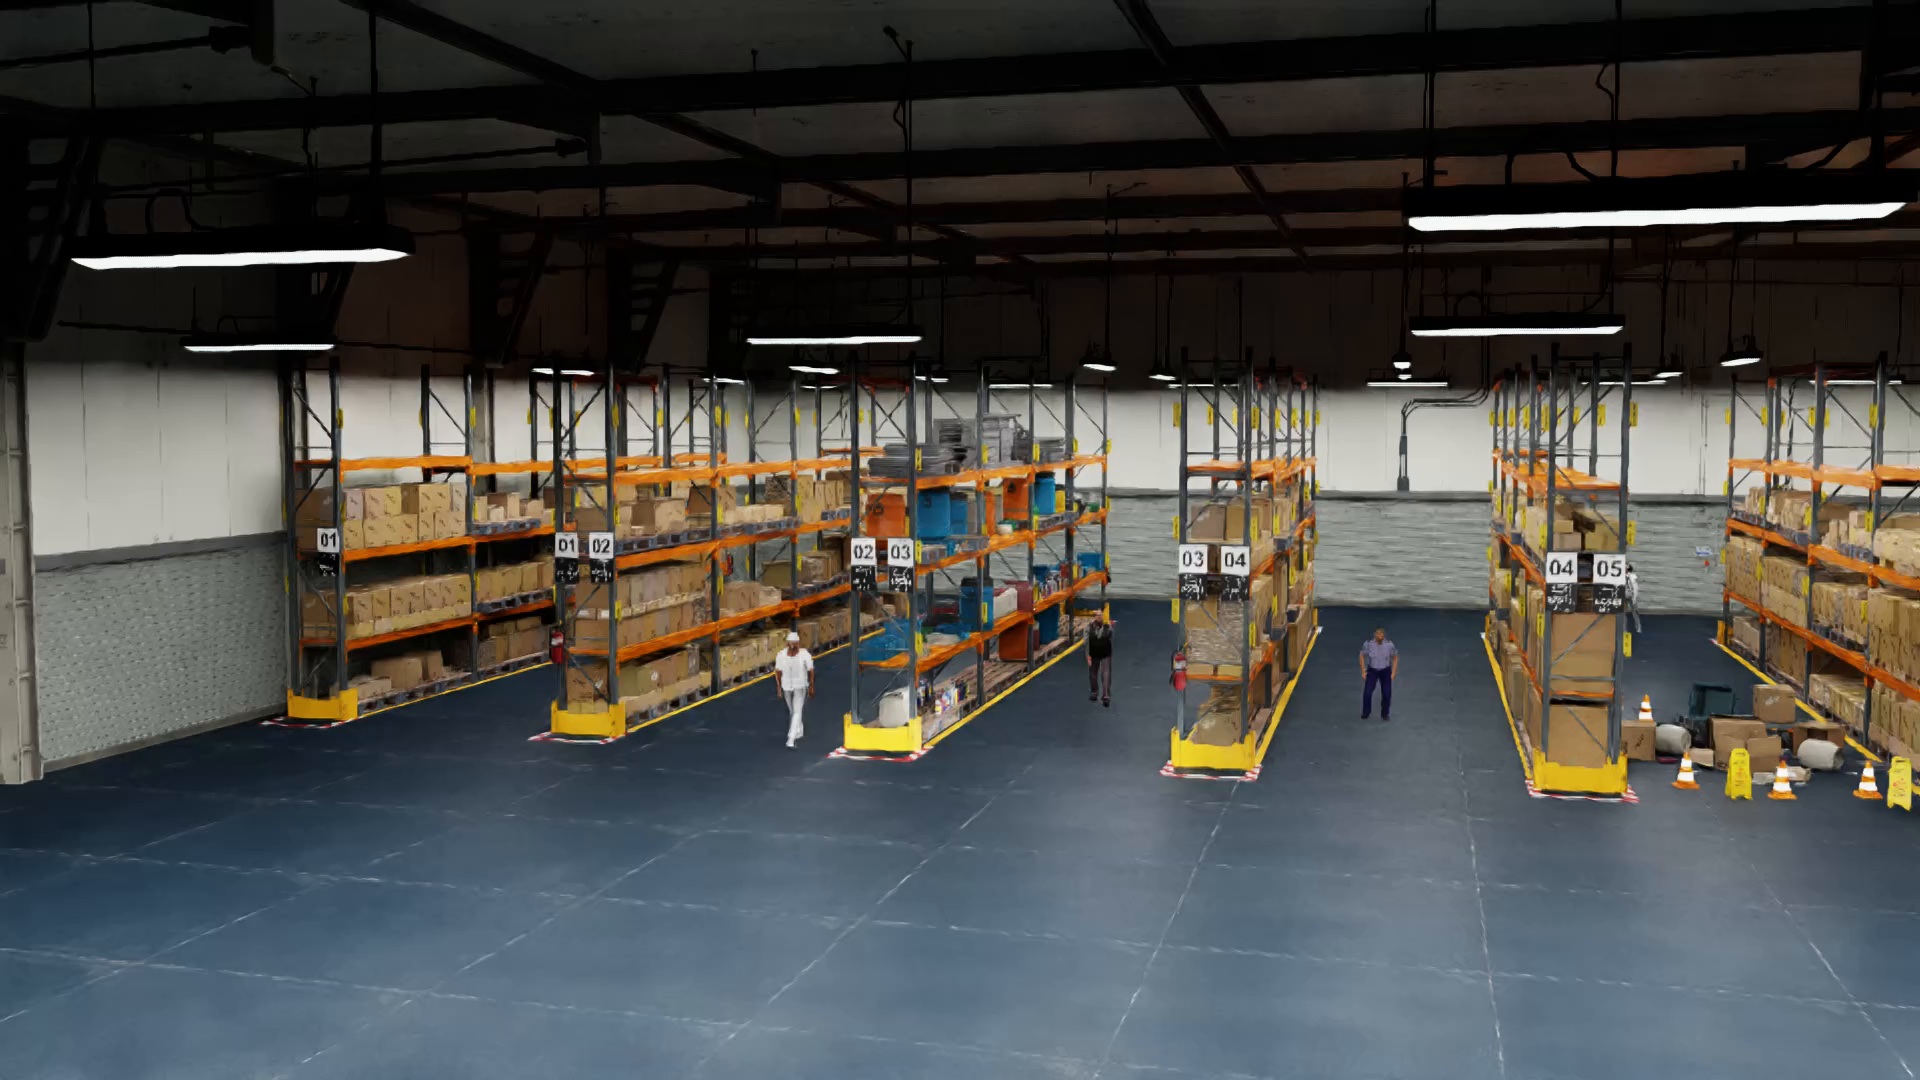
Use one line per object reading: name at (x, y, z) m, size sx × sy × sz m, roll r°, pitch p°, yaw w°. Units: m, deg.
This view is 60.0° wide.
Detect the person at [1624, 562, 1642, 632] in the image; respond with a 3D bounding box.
person at (15.642, 1.330, 38.830) m, size 0.566 × 1.660 × 0.506 m, roll -2°, pitch 5°, yaw -26°

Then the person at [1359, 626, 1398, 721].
person at (6.900, 2.200, 27.435) m, size 0.626 × 1.594 × 0.513 m, roll 1°, pitch 4°, yaw 13°

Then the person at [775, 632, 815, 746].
person at (-2.551, 2.251, 25.493) m, size 0.580 × 1.702 × 0.992 m, roll 1°, pitch 4°, yaw 14°

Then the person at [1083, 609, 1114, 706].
person at (2.411, 2.033, 29.009) m, size 0.537 × 1.665 × 1.028 m, roll 0°, pitch 4°, yaw 7°
